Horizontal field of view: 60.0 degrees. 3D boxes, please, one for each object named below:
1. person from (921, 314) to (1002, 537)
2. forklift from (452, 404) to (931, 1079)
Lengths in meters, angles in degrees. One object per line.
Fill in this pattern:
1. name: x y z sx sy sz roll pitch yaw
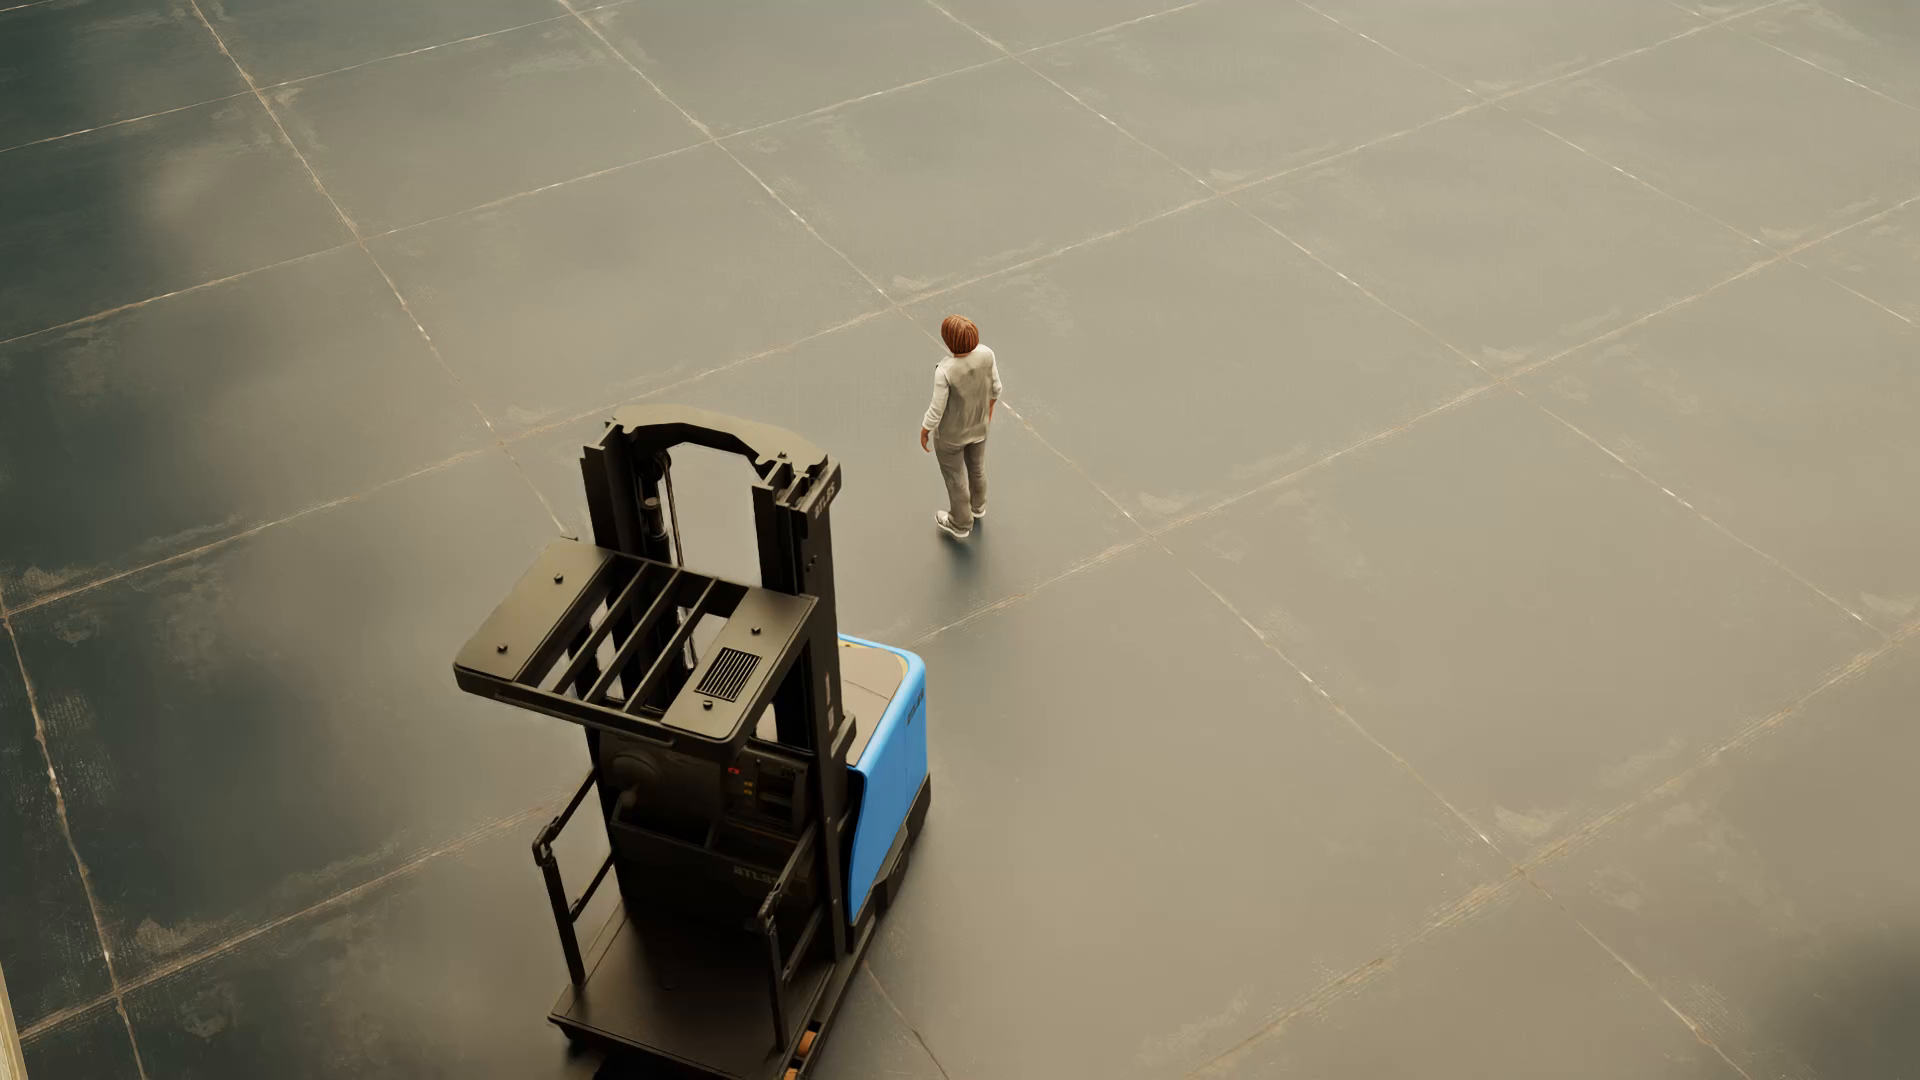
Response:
1. person: -0.028 -0.683 9.594 0.520 1.596 0.475 -23 46 -24
2. forklift: -1.127 1.052 6.668 1.130 2.935 3.031 13 43 15
